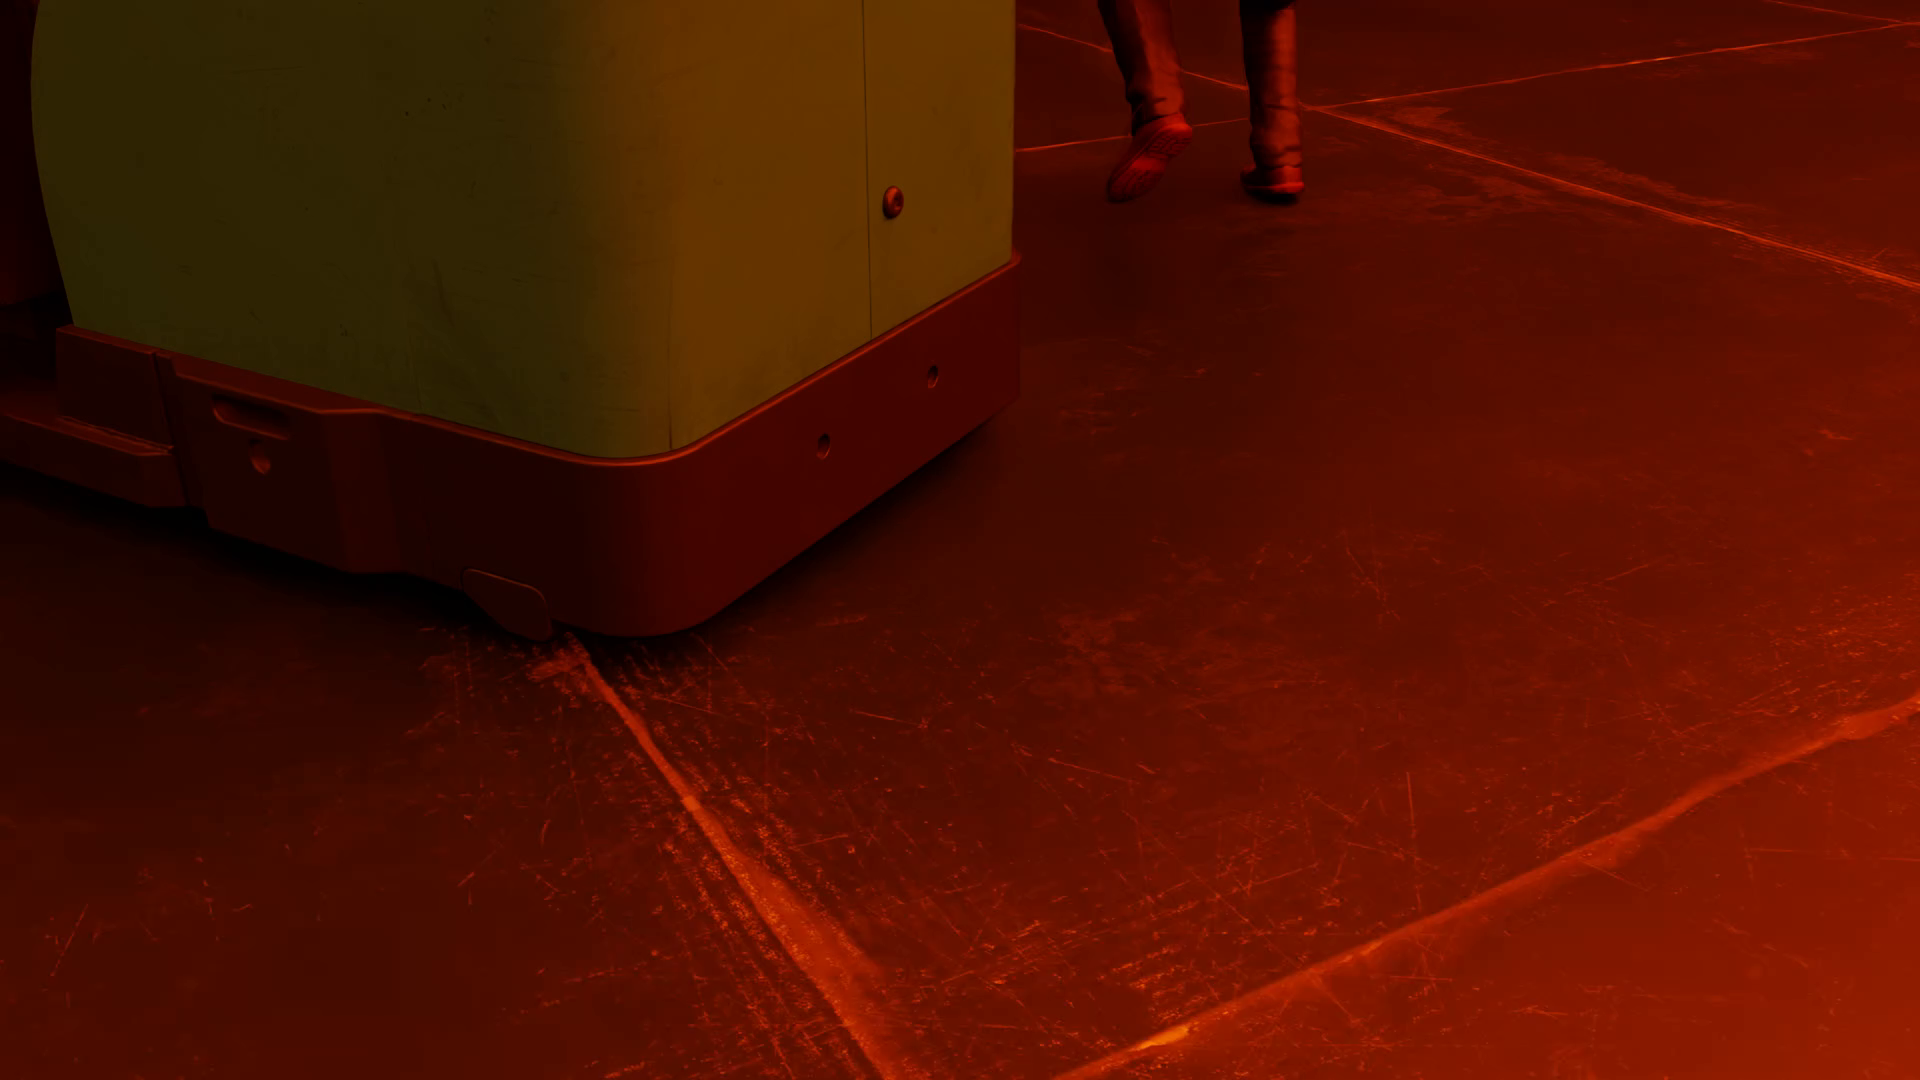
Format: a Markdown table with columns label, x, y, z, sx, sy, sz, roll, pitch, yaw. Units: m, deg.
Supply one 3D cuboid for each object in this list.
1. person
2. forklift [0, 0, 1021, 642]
| label | x | y | z | sx | sy | sz | roll | pitch | yaw |
| --- | --- | --- | --- | --- | --- | --- | --- | --- | --- |
| person | 0.649 | -1.567 | 3.880 | 0.706 | 1.568 | 0.619 | -12 | 29 | -22 |
| forklift | -1.439 | -1.642 | 2.497 | 3.031 | 2.935 | 1.130 | 14 | 30 | 26 |
